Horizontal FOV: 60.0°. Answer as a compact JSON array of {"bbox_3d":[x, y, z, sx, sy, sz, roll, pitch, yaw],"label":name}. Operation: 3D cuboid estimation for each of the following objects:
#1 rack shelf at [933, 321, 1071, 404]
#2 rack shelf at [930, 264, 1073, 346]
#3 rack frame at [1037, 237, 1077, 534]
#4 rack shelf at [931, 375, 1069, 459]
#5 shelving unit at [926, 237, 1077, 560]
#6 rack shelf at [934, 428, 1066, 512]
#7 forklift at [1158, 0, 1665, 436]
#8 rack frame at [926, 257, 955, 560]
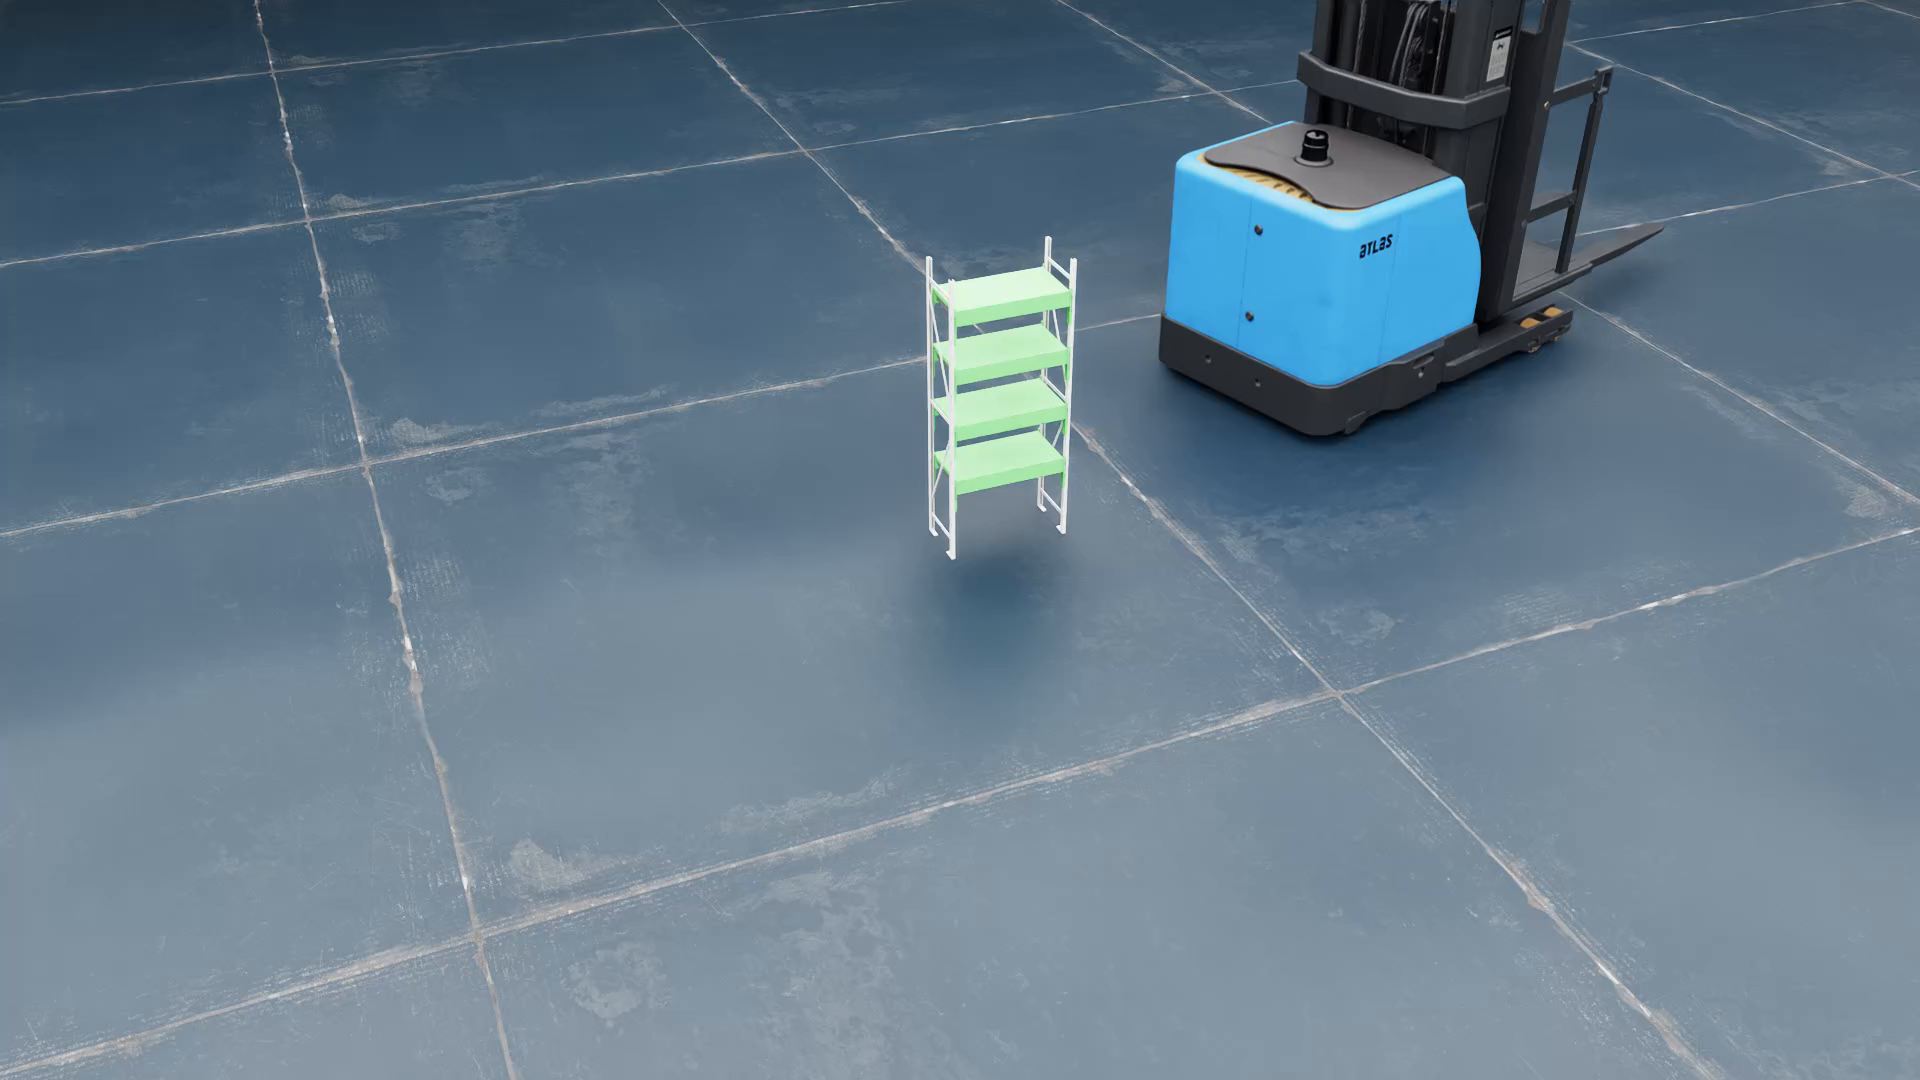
[{"bbox_3d":[0.153,-0.685,6.380,0.480,0.148,0.258,-13,35,-19],"label":"rack shelf"},{"bbox_3d":[0.153,-0.887,6.250,0.480,0.148,0.258,-13,35,-19],"label":"rack shelf"},{"bbox_3d":[0.378,-0.589,6.556,0.015,1.200,0.240,-13,35,-19],"label":"rack frame"},{"bbox_3d":[0.153,-0.484,6.511,0.480,0.148,0.258,-13,35,-19],"label":"rack shelf"},{"bbox_3d":[0.153,-0.538,6.476,0.503,1.200,0.258,-13,35,-19],"label":"shelving unit"},{"bbox_3d":[0.153,-0.283,6.642,0.480,0.148,0.258,-13,35,-19],"label":"rack shelf"},{"bbox_3d":[2.409,-2.347,7.670,3.031,2.935,1.130,-24,40,-32],"label":"forklift"},{"bbox_3d":[-0.072,-0.486,6.397,0.015,1.200,0.240,-13,35,-19],"label":"rack frame"}]
